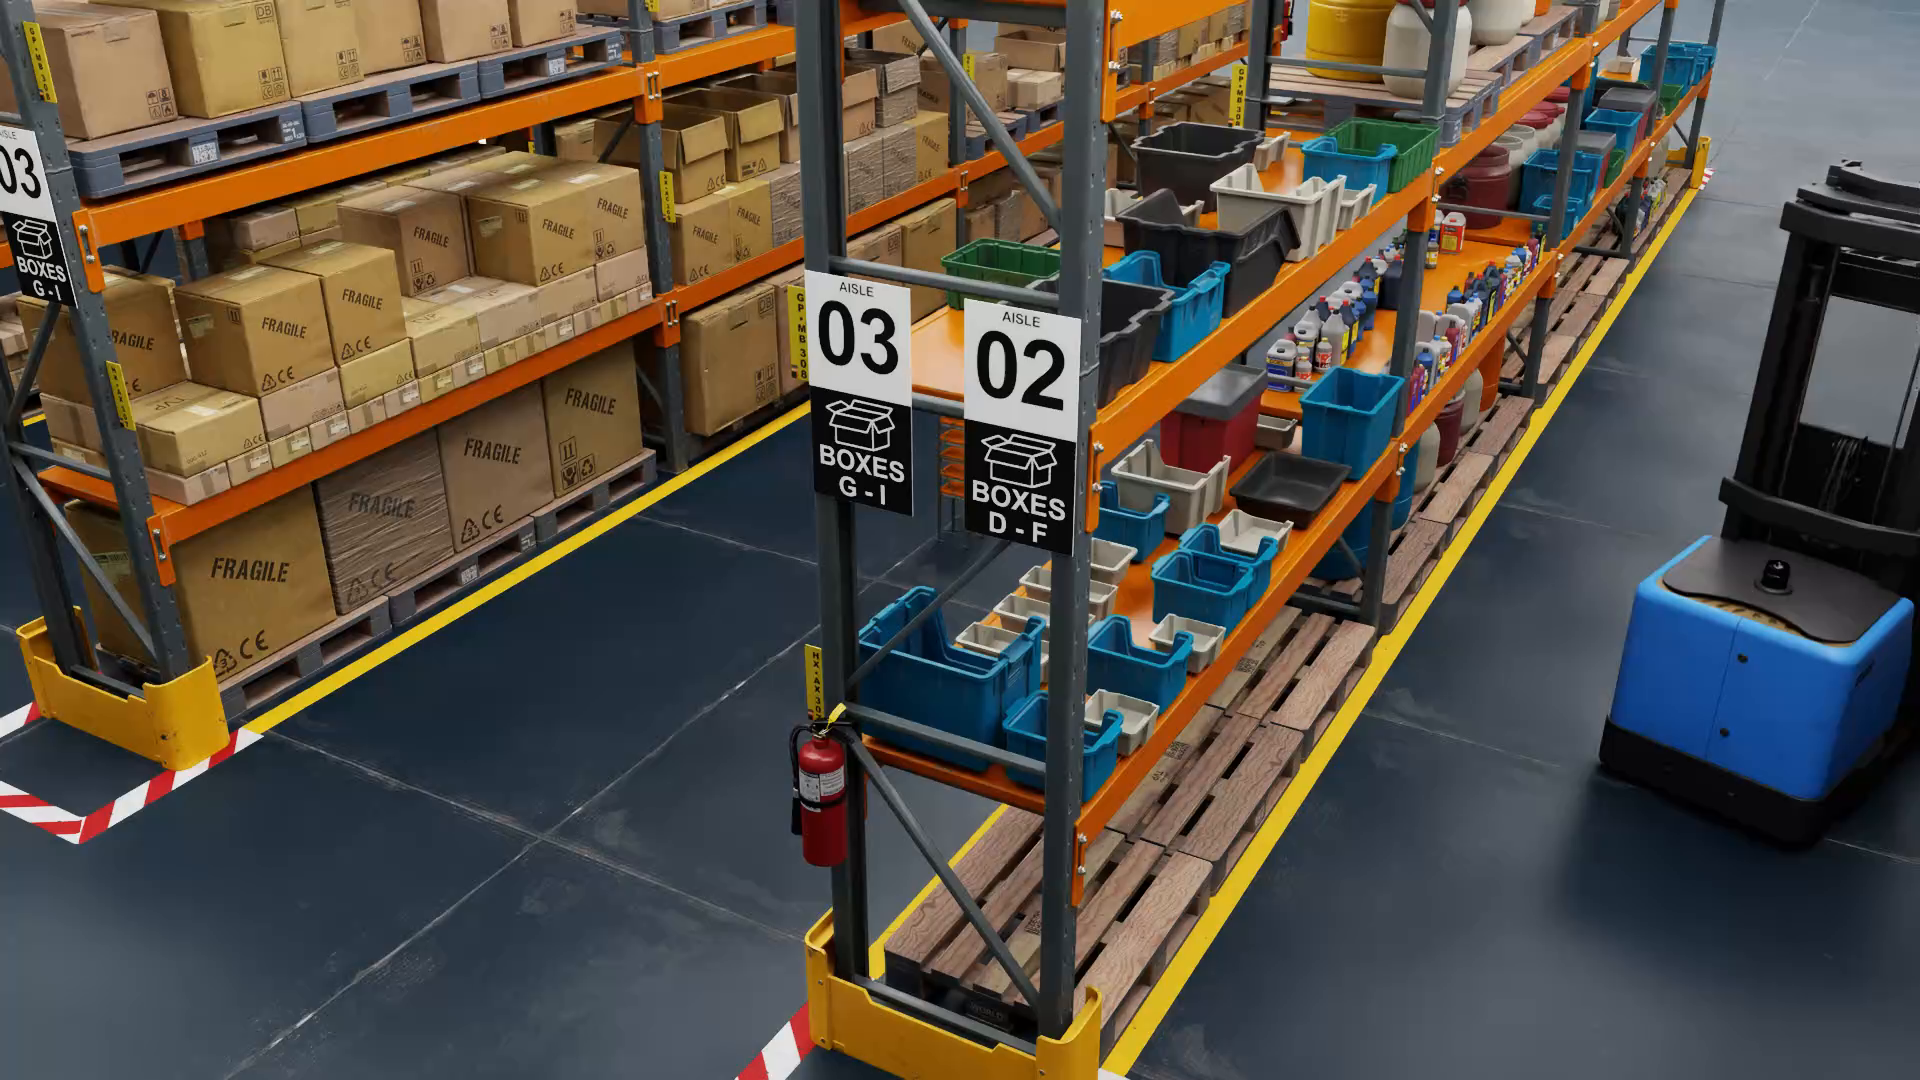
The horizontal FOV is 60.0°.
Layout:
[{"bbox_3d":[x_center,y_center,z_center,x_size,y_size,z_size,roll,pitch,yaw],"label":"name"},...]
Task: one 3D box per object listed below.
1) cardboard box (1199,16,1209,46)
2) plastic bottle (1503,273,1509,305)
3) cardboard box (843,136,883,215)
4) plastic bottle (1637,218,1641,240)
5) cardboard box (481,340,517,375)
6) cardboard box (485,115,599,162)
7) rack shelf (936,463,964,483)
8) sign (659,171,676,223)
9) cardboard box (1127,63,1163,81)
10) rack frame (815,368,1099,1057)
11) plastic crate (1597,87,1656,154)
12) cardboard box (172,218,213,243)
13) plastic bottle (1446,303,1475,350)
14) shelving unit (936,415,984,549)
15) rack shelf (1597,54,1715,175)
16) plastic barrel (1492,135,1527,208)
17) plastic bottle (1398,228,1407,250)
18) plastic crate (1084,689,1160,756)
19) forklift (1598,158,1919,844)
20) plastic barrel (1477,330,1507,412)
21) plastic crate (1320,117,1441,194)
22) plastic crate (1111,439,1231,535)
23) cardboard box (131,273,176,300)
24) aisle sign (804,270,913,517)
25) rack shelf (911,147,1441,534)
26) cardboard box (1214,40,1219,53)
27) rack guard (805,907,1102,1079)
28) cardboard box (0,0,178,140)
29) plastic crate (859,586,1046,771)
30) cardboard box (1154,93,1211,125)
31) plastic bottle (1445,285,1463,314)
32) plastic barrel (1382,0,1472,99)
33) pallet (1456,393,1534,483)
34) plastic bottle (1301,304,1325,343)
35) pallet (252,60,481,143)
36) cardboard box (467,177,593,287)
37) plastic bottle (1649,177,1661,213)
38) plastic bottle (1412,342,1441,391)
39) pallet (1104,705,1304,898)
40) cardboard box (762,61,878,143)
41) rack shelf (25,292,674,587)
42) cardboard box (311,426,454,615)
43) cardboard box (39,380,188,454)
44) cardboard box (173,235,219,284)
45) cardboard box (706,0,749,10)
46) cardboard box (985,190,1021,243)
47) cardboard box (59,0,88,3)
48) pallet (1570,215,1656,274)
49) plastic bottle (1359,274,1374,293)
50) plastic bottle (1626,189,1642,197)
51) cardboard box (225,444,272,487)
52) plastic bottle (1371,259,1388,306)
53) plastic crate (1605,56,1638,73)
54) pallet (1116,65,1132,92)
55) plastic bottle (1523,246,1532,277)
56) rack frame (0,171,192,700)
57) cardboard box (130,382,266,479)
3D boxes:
[{"bbox_3d":[2.264,-5.785,18.512,0.875,0.500,0.500,14,30,26],"label":"cardboard box"},{"bbox_3d":[3.549,-1.655,10.927,0.097,0.201,0.097,0,27,0],"label":"plastic bottle"},{"bbox_3d":[-0.944,-2.884,13.049,0.500,0.500,0.500,13,29,24],"label":"cardboard box"},{"bbox_3d":[6.504,-3.003,16.033,0.097,0.201,0.097,0,27,0],"label":"plastic bottle"},{"bbox_3d":[-2.879,-1.120,9.916,0.380,0.149,0.250,14,30,25],"label":"cardboard box"},{"bbox_3d":[-4.305,-4.014,17.461,1.050,0.750,0.750,14,30,25],"label":"cardboard box"},{"bbox_3d":[0.007,-0.395,10.566,0.258,0.103,0.180,14,30,26],"label":"rack shelf"},{"bbox_3d":[-1.898,-2.225,10.788,0.100,0.325,0.005,14,30,26],"label":"sign"},{"bbox_3d":[1.921,-4.947,17.562,0.380,0.149,0.250,14,30,26],"label":"cardboard box"},{"bbox_3d":[-0.038,0.726,5.949,1.000,3.000,0.127,14,30,26],"label":"rack frame"},{"bbox_3d":[5.894,-3.723,14.766,0.402,0.464,0.583,14,30,26],"label":"plastic crate"},{"bbox_3d":[-6.504,-2.807,14.491,0.500,0.250,0.500,13,30,25],"label":"cardboard box"},{"bbox_3d":[3.059,-1.325,10.185,0.152,0.276,0.135,14,30,26],"label":"plastic bottle"},{"bbox_3d":[0.007,-0.542,10.493,0.258,1.200,0.189,14,30,26],"label":"shelving unit"},{"bbox_3d":[6.850,-4.409,17.010,1.077,0.370,4.000,14,30,26],"label":"rack shelf"},{"bbox_3d":[4.218,-2.890,13.047,0.421,0.512,0.421,0,27,0],"label":"plastic barrel"},{"bbox_3d":[3.070,-2.020,11.564,0.061,0.283,0.133,14,30,26],"label":"plastic bottle"},{"bbox_3d":[0.600,0.686,6.255,0.250,0.136,0.298,14,30,26],"label":"plastic crate"},{"bbox_3d":[4.621,-0.454,8.383,1.130,2.935,3.031,24,35,39],"label":"forklift"},{"bbox_3d":[3.672,-1.415,12.181,0.600,0.830,0.708,14,30,26],"label":"plastic barrel"},{"bbox_3d":[1.985,-1.848,7.976,0.450,0.188,0.662,14,30,26],"label":"plastic crate"},{"bbox_3d":[1.019,-0.252,7.969,0.437,0.282,0.530,14,30,26],"label":"plastic crate"},{"bbox_3d":[-6.599,-2.038,13.522,0.380,0.149,0.250,15,30,28],"label":"cardboard box"},{"bbox_3d":[-0.328,-0.473,5.440,0.394,0.787,0.004,14,30,26],"label":"aisle sign"},{"bbox_3d":[0.946,-1.073,6.996,1.077,0.370,4.000,14,30,26],"label":"rack shelf"},{"bbox_3d":[2.731,-5.642,18.950,0.380,0.149,0.250,14,30,26],"label":"cardboard box"},{"bbox_3d":[-0.038,1.856,6.484,1.175,0.500,0.348,14,30,26],"label":"rack guard"},{"bbox_3d":[-4.141,-2.198,7.746,0.700,0.500,0.500,12,29,23],"label":"cardboard box"},{"bbox_3d":[-0.035,0.512,6.271,0.616,0.435,0.499,14,30,26],"label":"plastic crate"},{"bbox_3d":[2.611,-4.950,19.612,0.500,0.500,0.500,17,31,31],"label":"cardboard box"},{"bbox_3d":[3.110,-1.470,10.480,0.097,0.271,0.097,0,27,0],"label":"plastic bottle"},{"bbox_3d":[2.407,-2.573,8.567,0.433,0.535,0.433,0,27,0],"label":"plastic barrel"},{"bbox_3d":[3.546,-0.829,12.169,1.003,0.211,1.213,14,30,26],"label":"pallet"},{"bbox_3d":[2.097,-1.241,9.934,0.144,0.351,0.185,14,30,26],"label":"plastic bottle"},{"bbox_3d":[-3.395,-2.435,9.012,1.003,0.211,1.213,14,30,26],"label":"pallet"},{"bbox_3d":[-2.625,-1.893,10.177,0.500,0.500,0.500,15,30,27],"label":"cardboard box"},{"bbox_3d":[7.018,-3.498,16.855,0.144,0.351,0.185,16,31,28],"label":"plastic bottle"},{"bbox_3d":[2.670,-1.017,9.569,0.152,0.276,0.135,14,30,26],"label":"plastic bottle"},{"bbox_3d":[1.003,1.186,8.144,1.003,0.211,1.213,14,30,26],"label":"pallet"},{"bbox_3d":[-1.111,-3.441,13.041,0.797,0.503,0.637,15,30,27],"label":"cardboard box"},{"bbox_3d":[-3.366,-0.823,9.846,1.077,0.370,4.000,14,30,26],"label":"rack shelf"},{"bbox_3d":[-3.657,-0.224,9.751,0.875,0.875,0.875,14,30,26],"label":"cardboard box"},{"bbox_3d":[-4.342,-0.678,8.589,0.500,0.250,0.500,14,30,25],"label":"cardboard box"},{"bbox_3d":[-6.506,-2.469,14.655,0.500,0.500,0.500,14,30,25],"label":"cardboard box"},{"bbox_3d":[-1.764,-3.821,11.311,0.500,0.311,0.500,13,29,24],"label":"cardboard box"},{"bbox_3d":[0.160,-3.046,15.785,0.700,0.500,0.500,12,29,22],"label":"cardboard box"},{"bbox_3d":[-6.657,-4.079,12.364,0.500,0.250,0.500,15,30,27],"label":"cardboard box"},{"bbox_3d":[6.232,-2.956,16.420,1.003,0.211,1.213,14,30,26],"label":"pallet"},{"bbox_3d":[2.603,-1.572,10.683,0.097,0.271,0.097,0,27,0],"label":"plastic bottle"},{"bbox_3d":[6.785,-3.415,16.772,0.152,0.276,0.135,14,30,26],"label":"plastic bottle"},{"bbox_3d":[-3.763,-0.419,8.516,0.380,0.149,0.250,14,30,25],"label":"cardboard box"},{"bbox_3d":[2.721,-1.699,10.931,0.152,0.276,0.135,14,30,26],"label":"plastic bottle"},{"bbox_3d":[7.113,-5.114,17.910,0.298,0.136,0.250,14,30,26],"label":"plastic crate"},{"bbox_3d":[1.051,-4.690,16.982,1.003,0.211,1.213,14,30,26],"label":"pallet"},{"bbox_3d":[3.884,-1.921,11.458,0.097,0.201,0.097,0,27,0],"label":"plastic bottle"},{"bbox_3d":[-4.350,-0.365,8.128,1.000,3.000,0.127,14,30,26],"label":"rack frame"},{"bbox_3d":[-3.879,-0.558,8.350,0.500,0.250,0.500,13,30,25],"label":"cardboard box"}]
